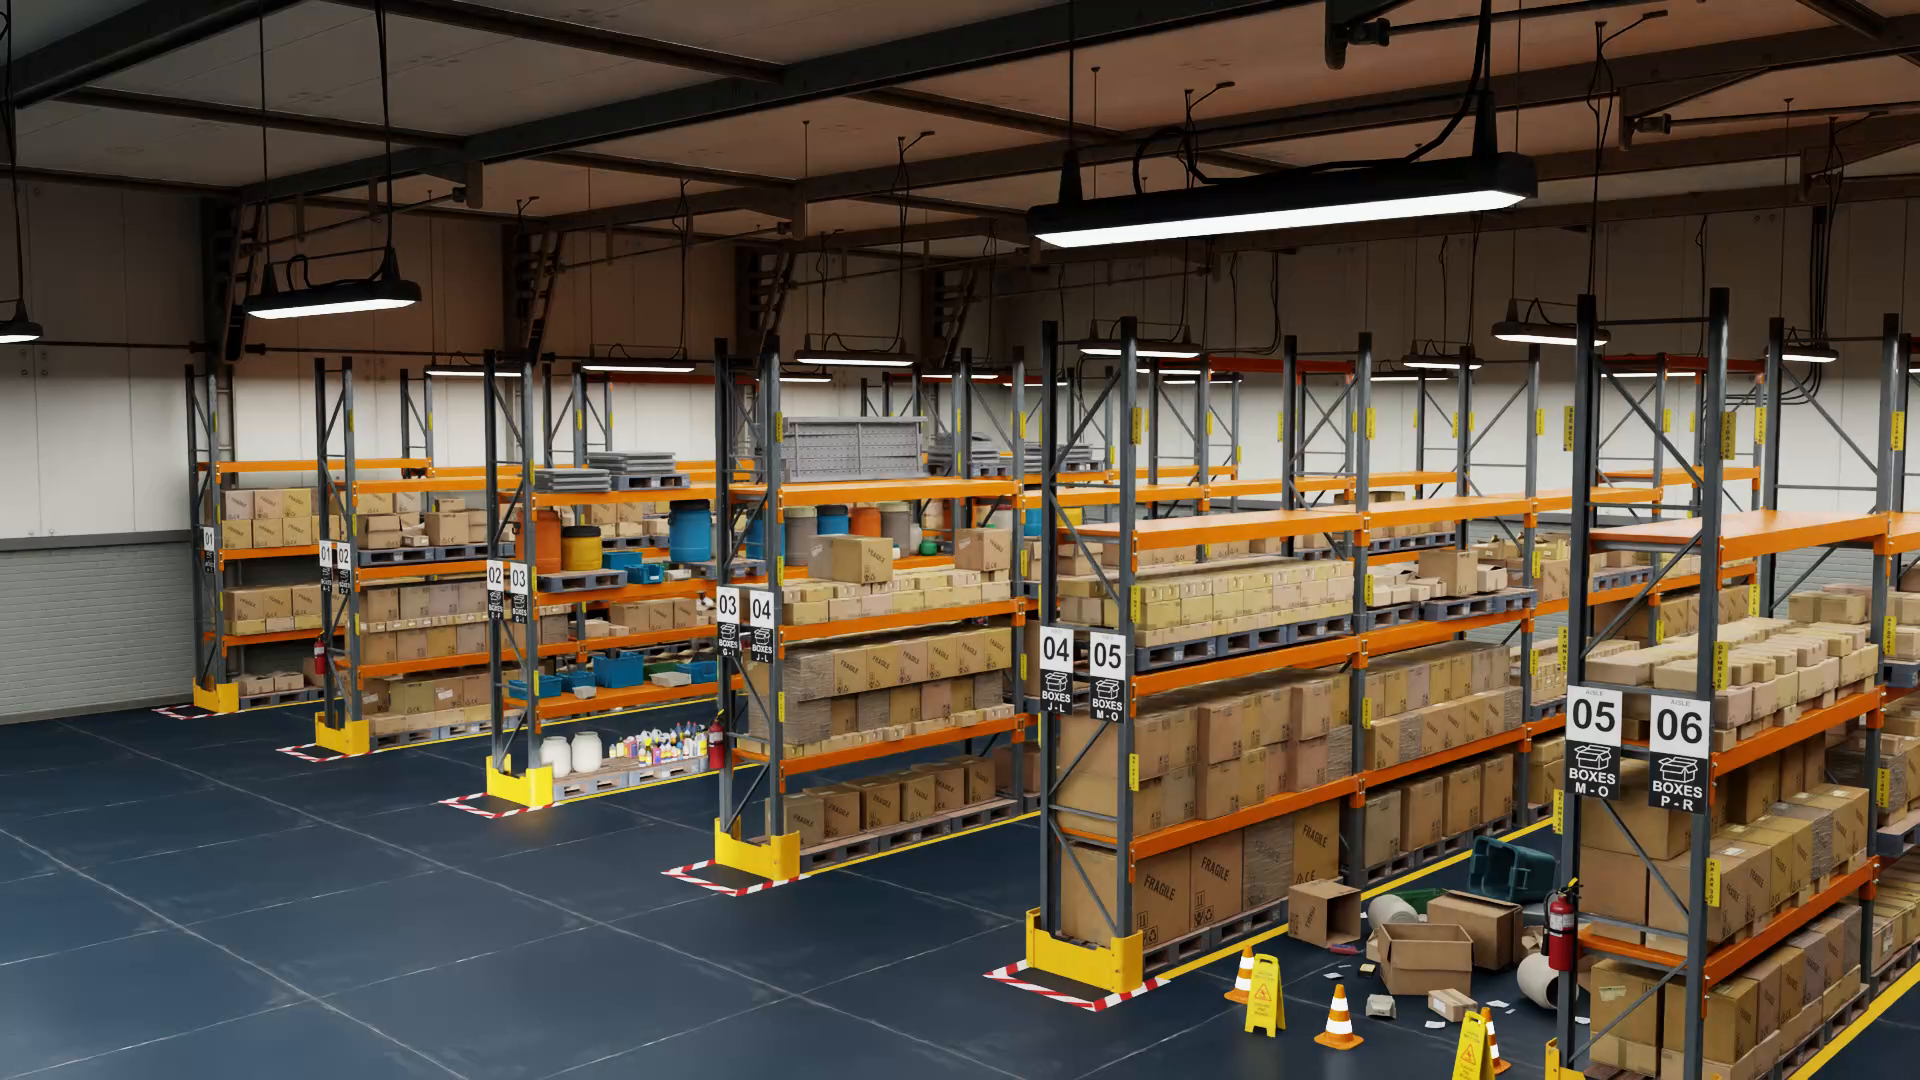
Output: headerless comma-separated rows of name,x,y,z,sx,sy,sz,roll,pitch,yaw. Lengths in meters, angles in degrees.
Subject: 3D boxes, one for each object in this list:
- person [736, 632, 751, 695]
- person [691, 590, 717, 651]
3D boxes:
person,-3.741,2.006,28.884,0.669,1.596,0.781,4,6,44
person,-5.167,1.729,34.019,0.455,1.621,0.921,3,5,35
